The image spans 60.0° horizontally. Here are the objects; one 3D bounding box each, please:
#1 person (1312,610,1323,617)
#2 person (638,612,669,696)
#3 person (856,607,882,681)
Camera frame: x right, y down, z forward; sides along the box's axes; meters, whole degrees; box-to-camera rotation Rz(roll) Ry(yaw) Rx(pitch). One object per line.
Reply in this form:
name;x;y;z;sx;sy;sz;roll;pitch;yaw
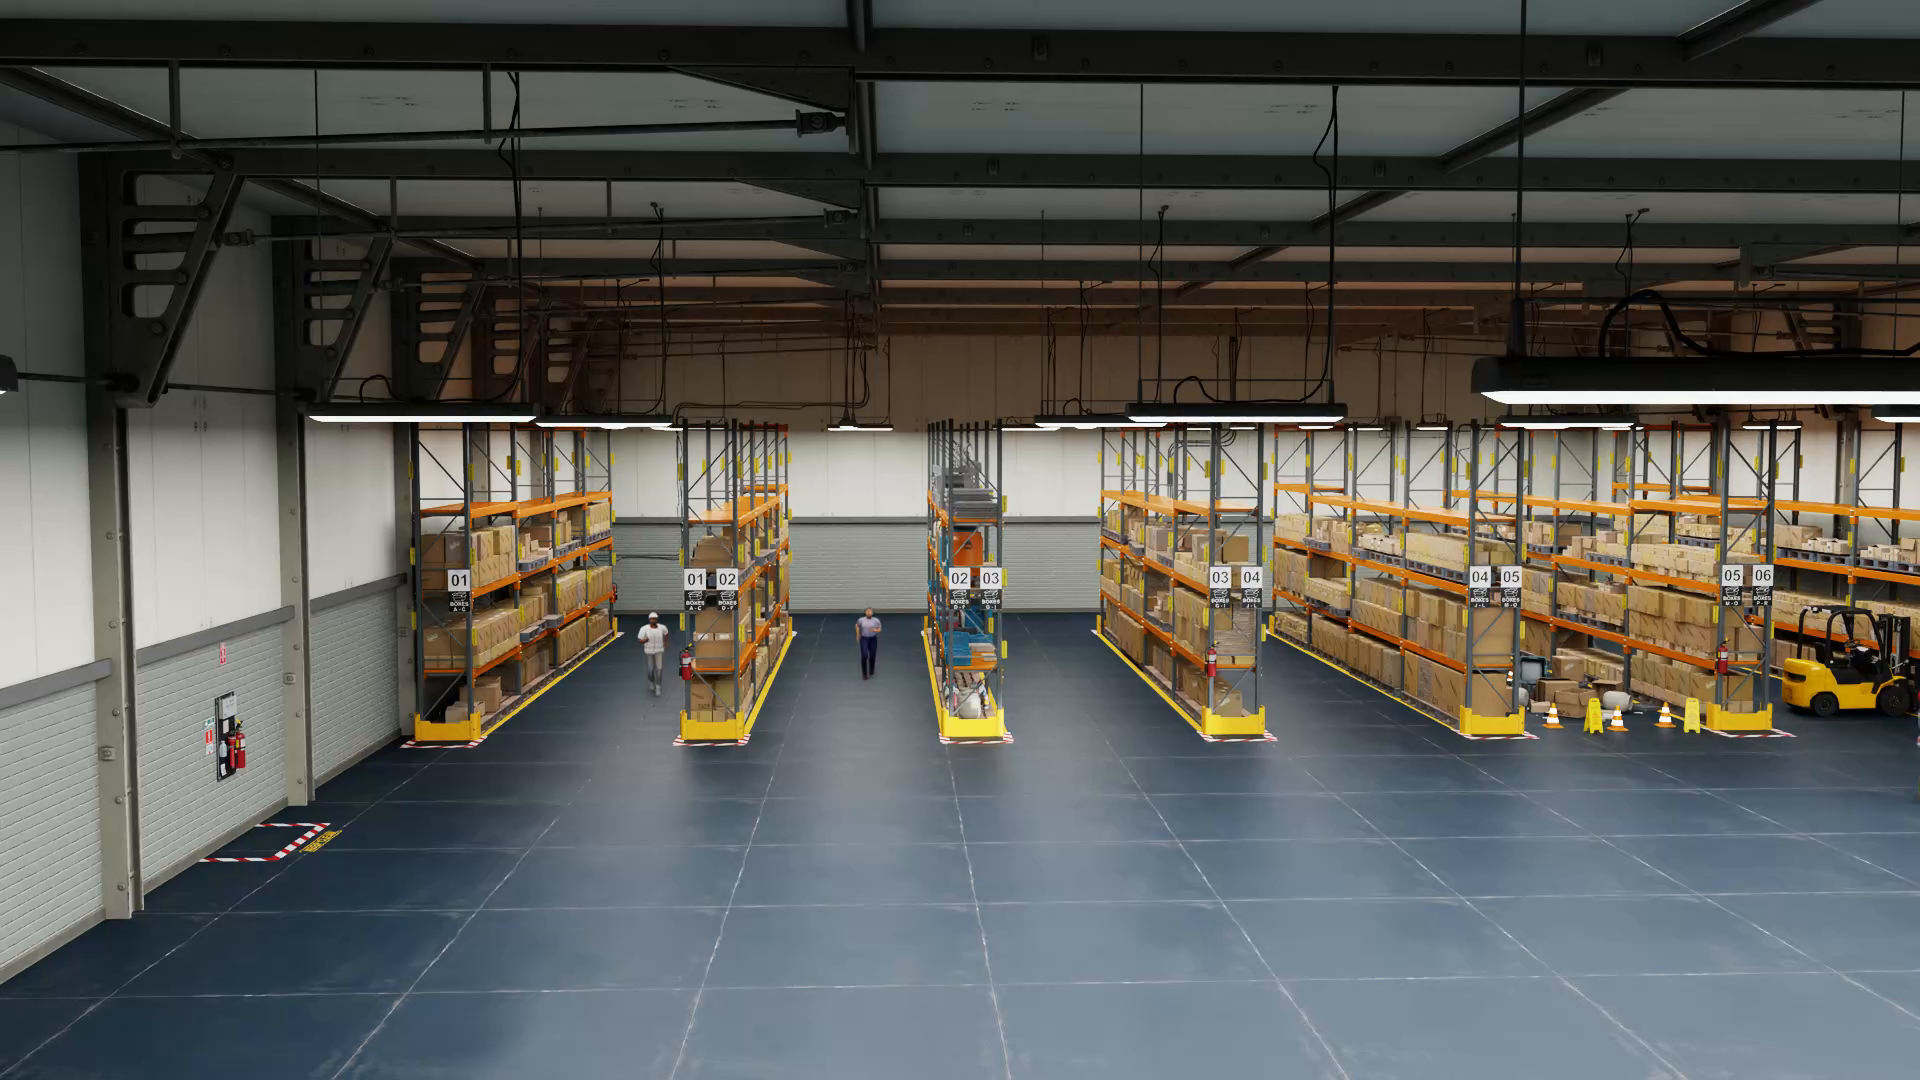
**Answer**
person;10.381;1.763;48.749;0.635;1.664;0.925;-3;5;-36
person;-6.718;2.478;36.477;0.688;1.788;0.891;-1;4;-14
person;-2.128;2.414;38.852;0.582;1.708;0.775;-1;4;-9
